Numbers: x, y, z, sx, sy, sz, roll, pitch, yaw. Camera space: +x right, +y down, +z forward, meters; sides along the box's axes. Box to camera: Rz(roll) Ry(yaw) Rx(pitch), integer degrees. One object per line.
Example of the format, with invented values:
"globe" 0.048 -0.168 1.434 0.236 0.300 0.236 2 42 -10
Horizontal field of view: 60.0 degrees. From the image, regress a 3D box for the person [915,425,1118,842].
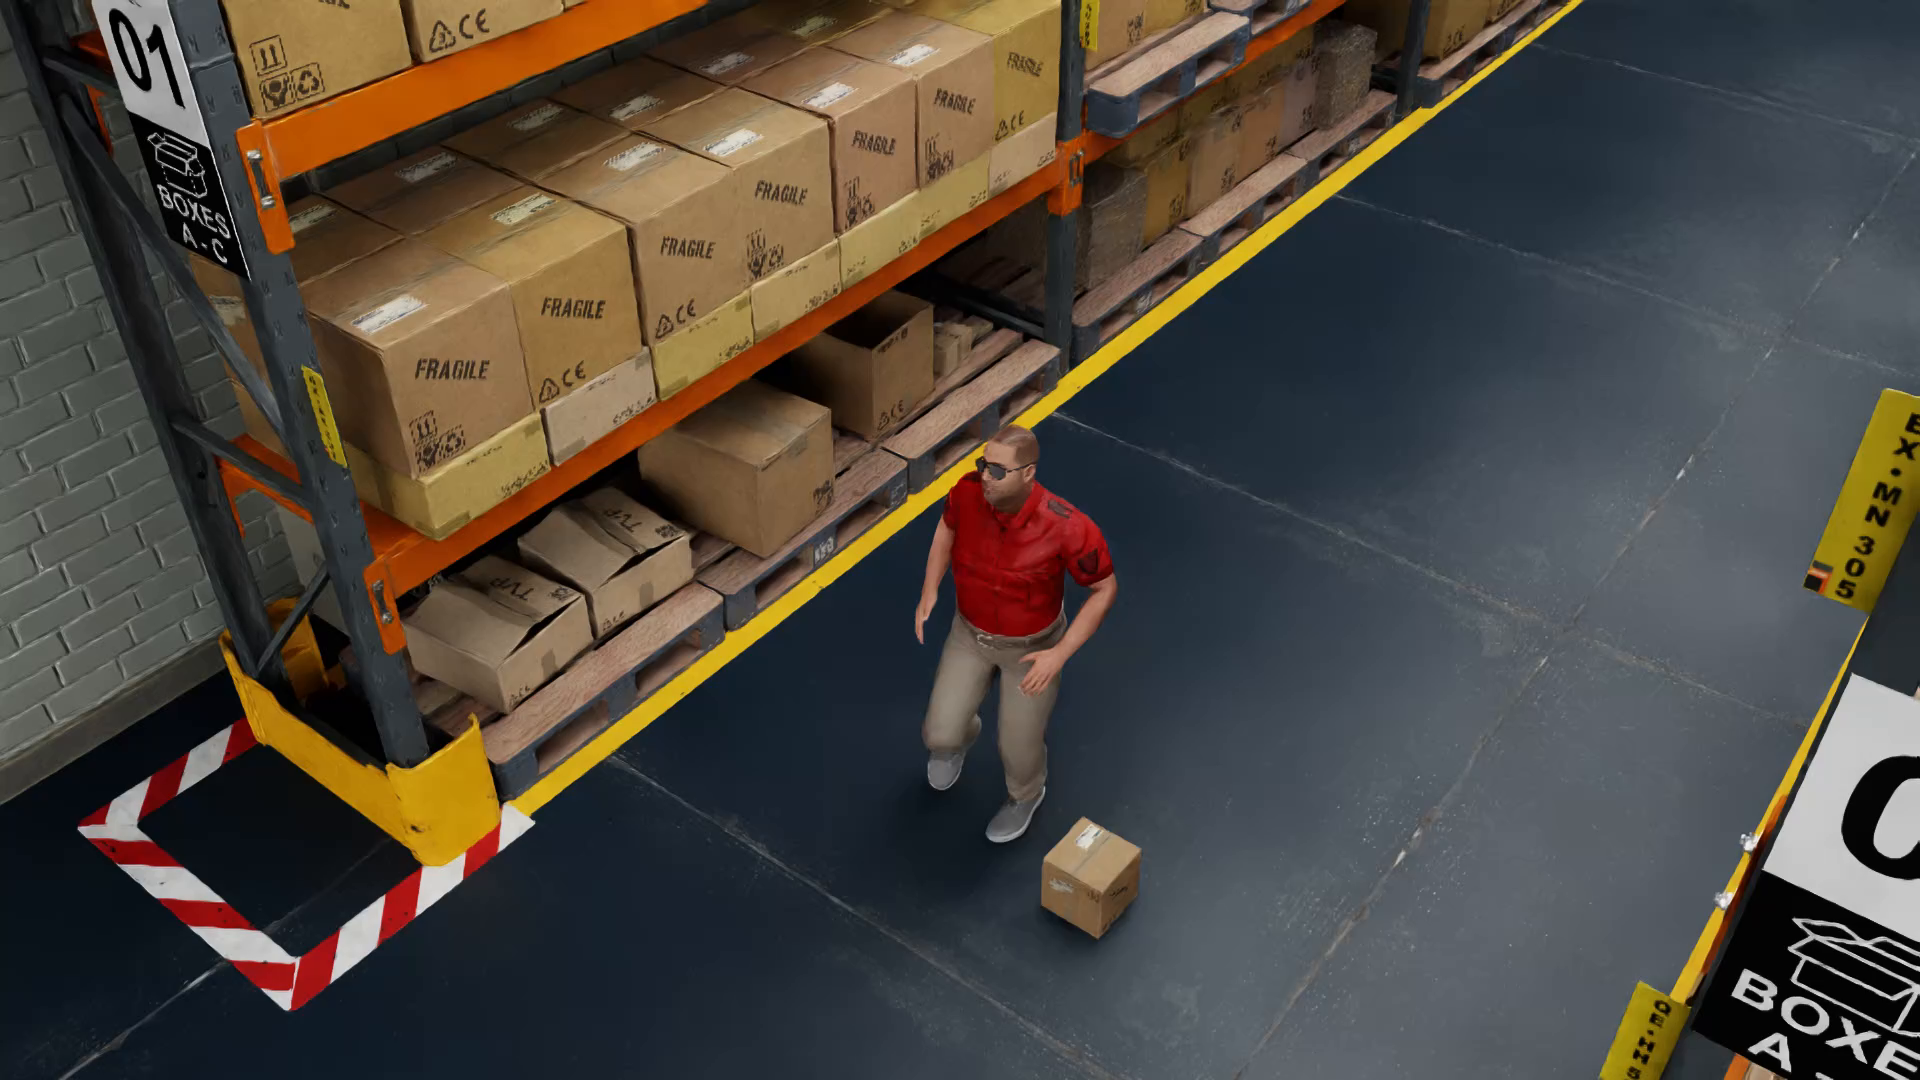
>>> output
"person" 0.164 0.353 5.760 0.683 1.699 0.491 15 41 18
